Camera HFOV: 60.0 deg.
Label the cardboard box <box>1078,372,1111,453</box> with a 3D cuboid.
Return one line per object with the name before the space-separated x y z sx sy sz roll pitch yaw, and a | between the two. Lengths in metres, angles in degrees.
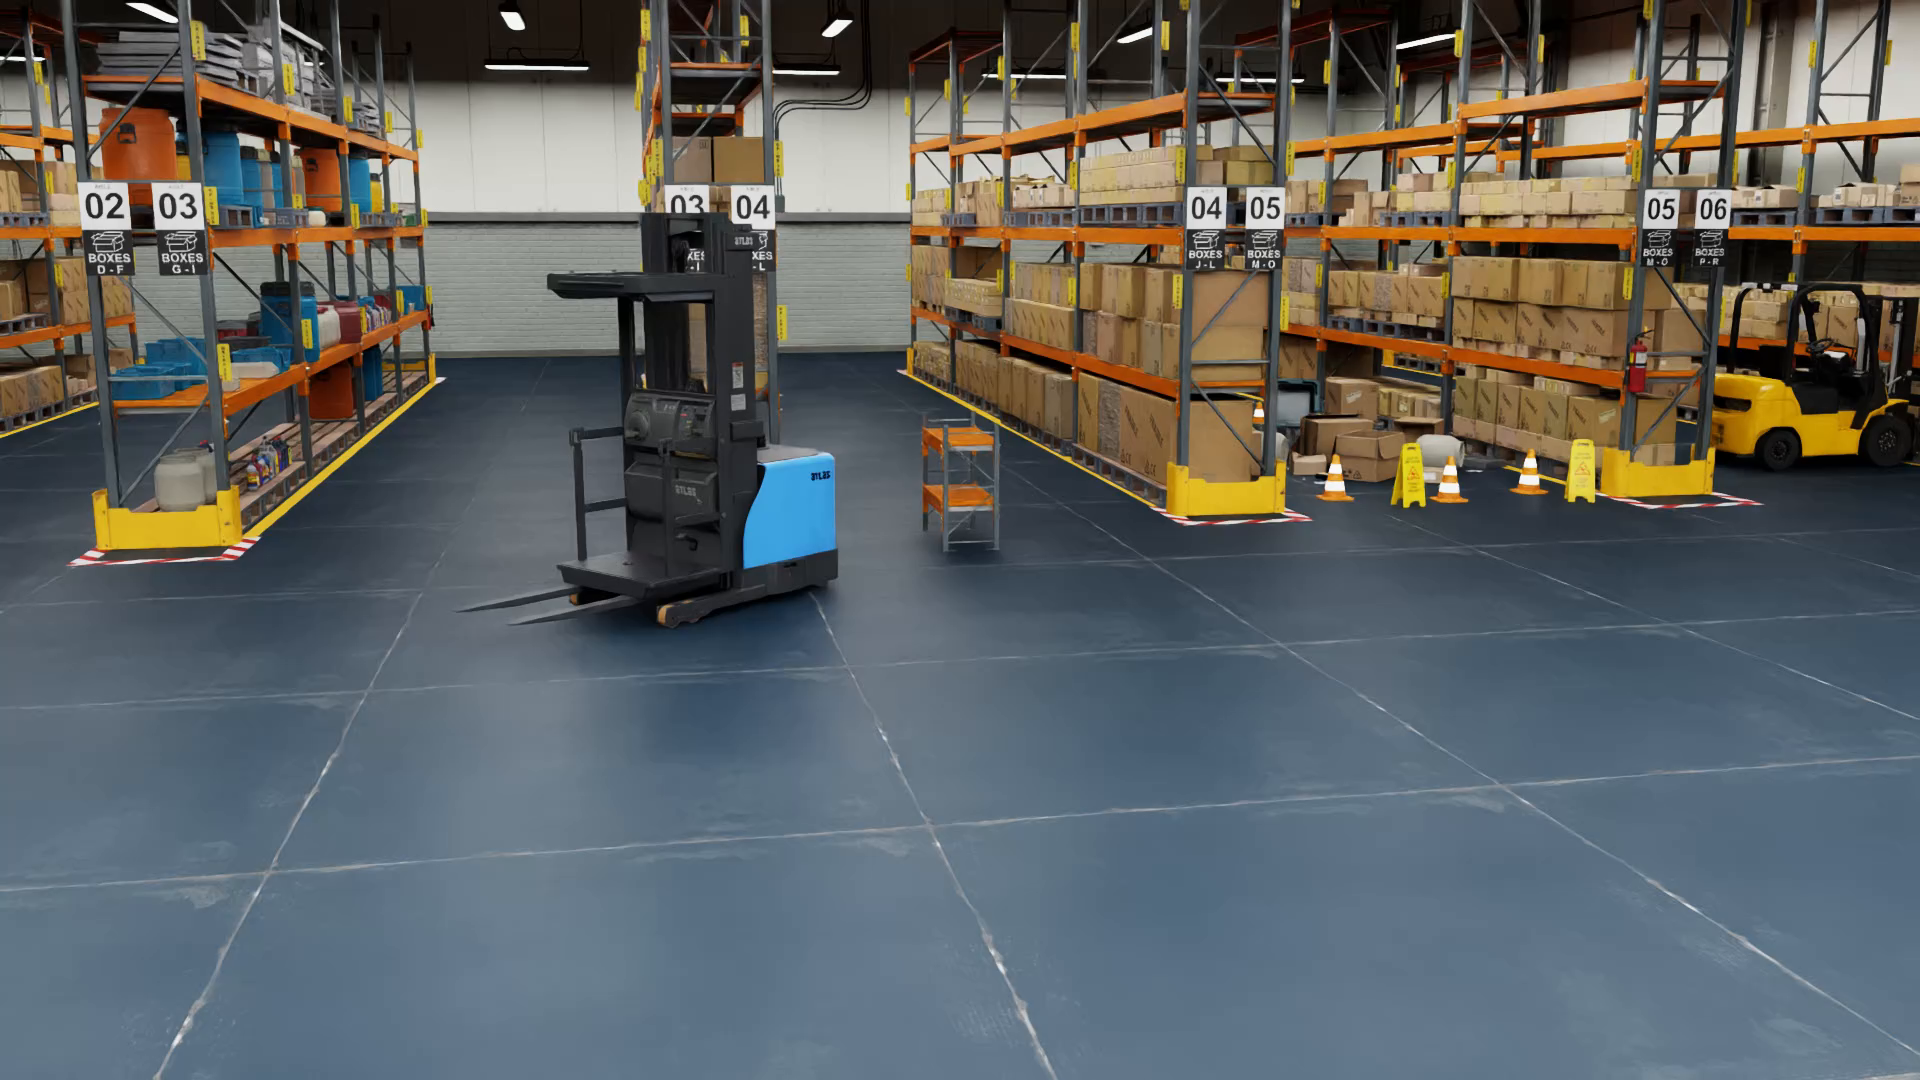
cardboard box | 1.944 -1.542 19.890 0.875 0.875 0.875 -2 11 -10

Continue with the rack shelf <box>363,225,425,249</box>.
rack shelf | -9.798 -5.110 27.977 1.077 0.370 4.000 -2 11 -11

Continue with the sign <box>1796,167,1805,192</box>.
sign | 11.064 -4.738 21.874 0.100 0.325 0.005 -2 11 -11

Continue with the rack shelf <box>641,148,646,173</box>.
rack shelf | -4.940 -6.567 28.680 1.077 0.370 4.000 -2 11 -11

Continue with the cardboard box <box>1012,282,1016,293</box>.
cardboard box | 1.008 -3.891 25.627 0.380 0.149 0.250 -2 11 -8

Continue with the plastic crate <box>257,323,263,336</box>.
plastic crate | -8.373 -2.339 19.559 0.392 0.384 0.575 -2 11 -11

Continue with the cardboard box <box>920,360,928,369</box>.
cardboard box | -0.528 -3.255 30.833 0.380 0.149 0.250 -2 11 -10

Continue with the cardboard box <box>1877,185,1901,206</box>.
cardboard box | 11.585 -4.257 20.541 0.396 0.266 0.258 -2 11 -12

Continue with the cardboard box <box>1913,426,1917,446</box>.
cardboard box | 11.795 -1.258 20.066 0.500 0.250 0.500 -2 11 -10

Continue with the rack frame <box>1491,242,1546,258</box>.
rack frame | 10.038 -4.345 30.054 1.000 3.000 0.127 -2 11 -11

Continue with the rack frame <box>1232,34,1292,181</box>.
rack frame | 5.170 -7.111 28.541 1.000 3.000 0.127 -2 11 -11

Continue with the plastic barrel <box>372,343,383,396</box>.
plastic barrel | -9.320 -2.698 25.892 0.600 0.901 0.708 -2 11 -11

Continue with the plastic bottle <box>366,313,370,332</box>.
plastic bottle | -8.619 -3.151 24.129 0.097 0.271 0.097 0 11 0

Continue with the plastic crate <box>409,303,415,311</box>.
plastic crate | -9.851 -4.114 29.385 0.396 0.136 0.243 -2 11 -11

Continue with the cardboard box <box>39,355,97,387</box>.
cardboard box | -14.639 -2.778 27.321 0.797 0.503 0.637 -2 11 -11

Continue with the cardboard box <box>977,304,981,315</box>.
cardboard box | 0.468 -3.481 25.064 0.380 0.149 0.250 -2 11 -10

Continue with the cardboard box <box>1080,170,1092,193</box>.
cardboard box | 1.710 -4.199 19.483 0.500 0.250 0.500 -2 11 -11

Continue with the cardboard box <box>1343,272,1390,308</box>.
cardboard box | 5.917 -3.645 24.193 0.500 0.500 0.500 -2 11 -8

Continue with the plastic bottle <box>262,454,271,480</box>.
plastic bottle | -7.248 -0.760 17.342 0.097 0.271 0.097 0 11 0

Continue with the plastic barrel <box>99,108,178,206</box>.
plastic barrel | -7.294 -3.397 14.783 0.600 0.830 0.708 -2 11 -11

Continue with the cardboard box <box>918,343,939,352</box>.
cardboard box | -0.580 -3.591 31.006 0.380 0.149 0.250 -2 11 -11

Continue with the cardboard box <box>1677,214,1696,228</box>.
cardboard box | 7.758 -3.385 17.664 0.380 0.149 0.250 -2 11 -11

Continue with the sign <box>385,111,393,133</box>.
sign | -8.869 -6.487 25.824 0.100 0.325 0.005 -2 11 -11

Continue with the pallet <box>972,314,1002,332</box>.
pallet | 0.869 -3.264 24.889 1.213 0.211 1.003 -2 11 -11

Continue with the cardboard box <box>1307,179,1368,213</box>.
cardboard box | 5.727 -5.224 25.253 0.797 0.503 0.637 -3 11 -15

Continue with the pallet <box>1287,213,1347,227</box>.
pallet | 5.771 -4.927 25.595 1.213 0.211 1.003 -2 11 -8

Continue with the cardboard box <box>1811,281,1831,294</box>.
cardboard box | 11.365 -3.322 21.884 0.380 0.149 0.250 -2 11 -10

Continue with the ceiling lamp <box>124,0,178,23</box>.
ceiling lamp | -11.455 -9.203 23.922 0.800 3.185 2.000 -2 11 -11

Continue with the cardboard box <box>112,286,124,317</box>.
cardboard box | -14.588 -4.059 28.286 0.500 0.500 0.500 -2 11 -11

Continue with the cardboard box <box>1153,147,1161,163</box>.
cardboard box | 2.173 -3.904 16.863 0.380 0.149 0.250 -2 11 -10

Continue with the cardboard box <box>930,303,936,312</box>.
cardboard box | -0.326 -4.170 29.806 0.380 0.149 0.250 -2 11 -10

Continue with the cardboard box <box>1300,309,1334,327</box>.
cardboard box | 5.595 -3.439 25.700 0.500 0.250 0.500 -3 11 -13

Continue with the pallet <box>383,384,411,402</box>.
pallet | -9.590 -2.387 27.224 1.003 0.211 1.213 -2 11 -11

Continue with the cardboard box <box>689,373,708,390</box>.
cardboard box | -2.475 -1.524 15.904 0.380 0.149 0.250 -2 11 -11

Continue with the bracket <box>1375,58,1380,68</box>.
bracket | 9.191 -10.384 36.114 0.235 0.232 0.430 -2 11 -11

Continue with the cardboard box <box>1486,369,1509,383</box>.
cardboard box | 6.643 -2.001 20.234 0.380 0.149 0.250 -2 11 -9

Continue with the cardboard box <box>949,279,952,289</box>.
cardboard box | 0.020 -4.200 27.253 0.380 0.149 0.250 -2 11 -9

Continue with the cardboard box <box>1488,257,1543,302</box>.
cardboard box | 6.748 -3.107 19.812 0.700 0.500 0.500 -2 11 -12

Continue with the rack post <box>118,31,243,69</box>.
rack post | -7.483 -4.686 16.006 0.937 0.300 0.954 -2 11 -12

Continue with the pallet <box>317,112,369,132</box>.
pallet | -8.741 -5.681 22.603 1.213 0.211 1.003 -2 11 -11

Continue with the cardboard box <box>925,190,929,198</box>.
cardboard box | -0.433 -6.233 29.948 0.380 0.149 0.250 -2 11 -9

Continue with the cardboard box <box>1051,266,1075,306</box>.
cardboard box | 1.588 -3.316 21.707 0.700 0.500 0.500 -2 11 -11

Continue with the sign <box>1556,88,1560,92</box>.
sign | 10.581 -7.850 29.503 0.100 0.325 0.005 -2 11 -11

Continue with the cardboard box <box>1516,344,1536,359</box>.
cardboard box | 6.789 -2.223 19.580 0.380 0.149 0.250 -2 11 -11

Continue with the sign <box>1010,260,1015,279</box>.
sign | 0.878 -4.555 28.060 0.100 0.325 0.005 -2 11 -11

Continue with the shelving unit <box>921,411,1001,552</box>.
shelving unit | -0.001 -0.554 15.151 0.538 1.125 1.048 -2 11 -11

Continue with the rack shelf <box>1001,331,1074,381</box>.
rack shelf | 1.501 -2.511 22.345 1.077 0.370 4.000 -2 11 -11

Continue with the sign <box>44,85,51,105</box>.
sign | -15.579 -7.602 28.415 0.100 0.325 0.005 -2 11 -11

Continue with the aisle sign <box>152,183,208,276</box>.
aisle sign | -6.774 -2.697 14.443 0.394 0.787 0.004 -2 11 -11

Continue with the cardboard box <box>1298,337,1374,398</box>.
cardboard box | 5.895 -2.722 26.089 0.875 0.875 0.875 -2 11 -12

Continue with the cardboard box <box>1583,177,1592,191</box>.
cardboard box | 7.070 -3.899 18.230 0.380 0.149 0.250 -2 11 -11

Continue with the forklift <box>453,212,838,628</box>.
forklift | -2.294 -0.914 12.212 1.130 2.935 3.031 9 14 38

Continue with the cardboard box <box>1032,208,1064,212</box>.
cardboard box | 1.262 -4.868 24.516 0.500 0.500 0.500 -2 11 -11

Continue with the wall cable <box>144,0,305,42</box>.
wall cable | -14.965 -11.395 33.683 3.097 2.526 0.112 -2 11 -11
